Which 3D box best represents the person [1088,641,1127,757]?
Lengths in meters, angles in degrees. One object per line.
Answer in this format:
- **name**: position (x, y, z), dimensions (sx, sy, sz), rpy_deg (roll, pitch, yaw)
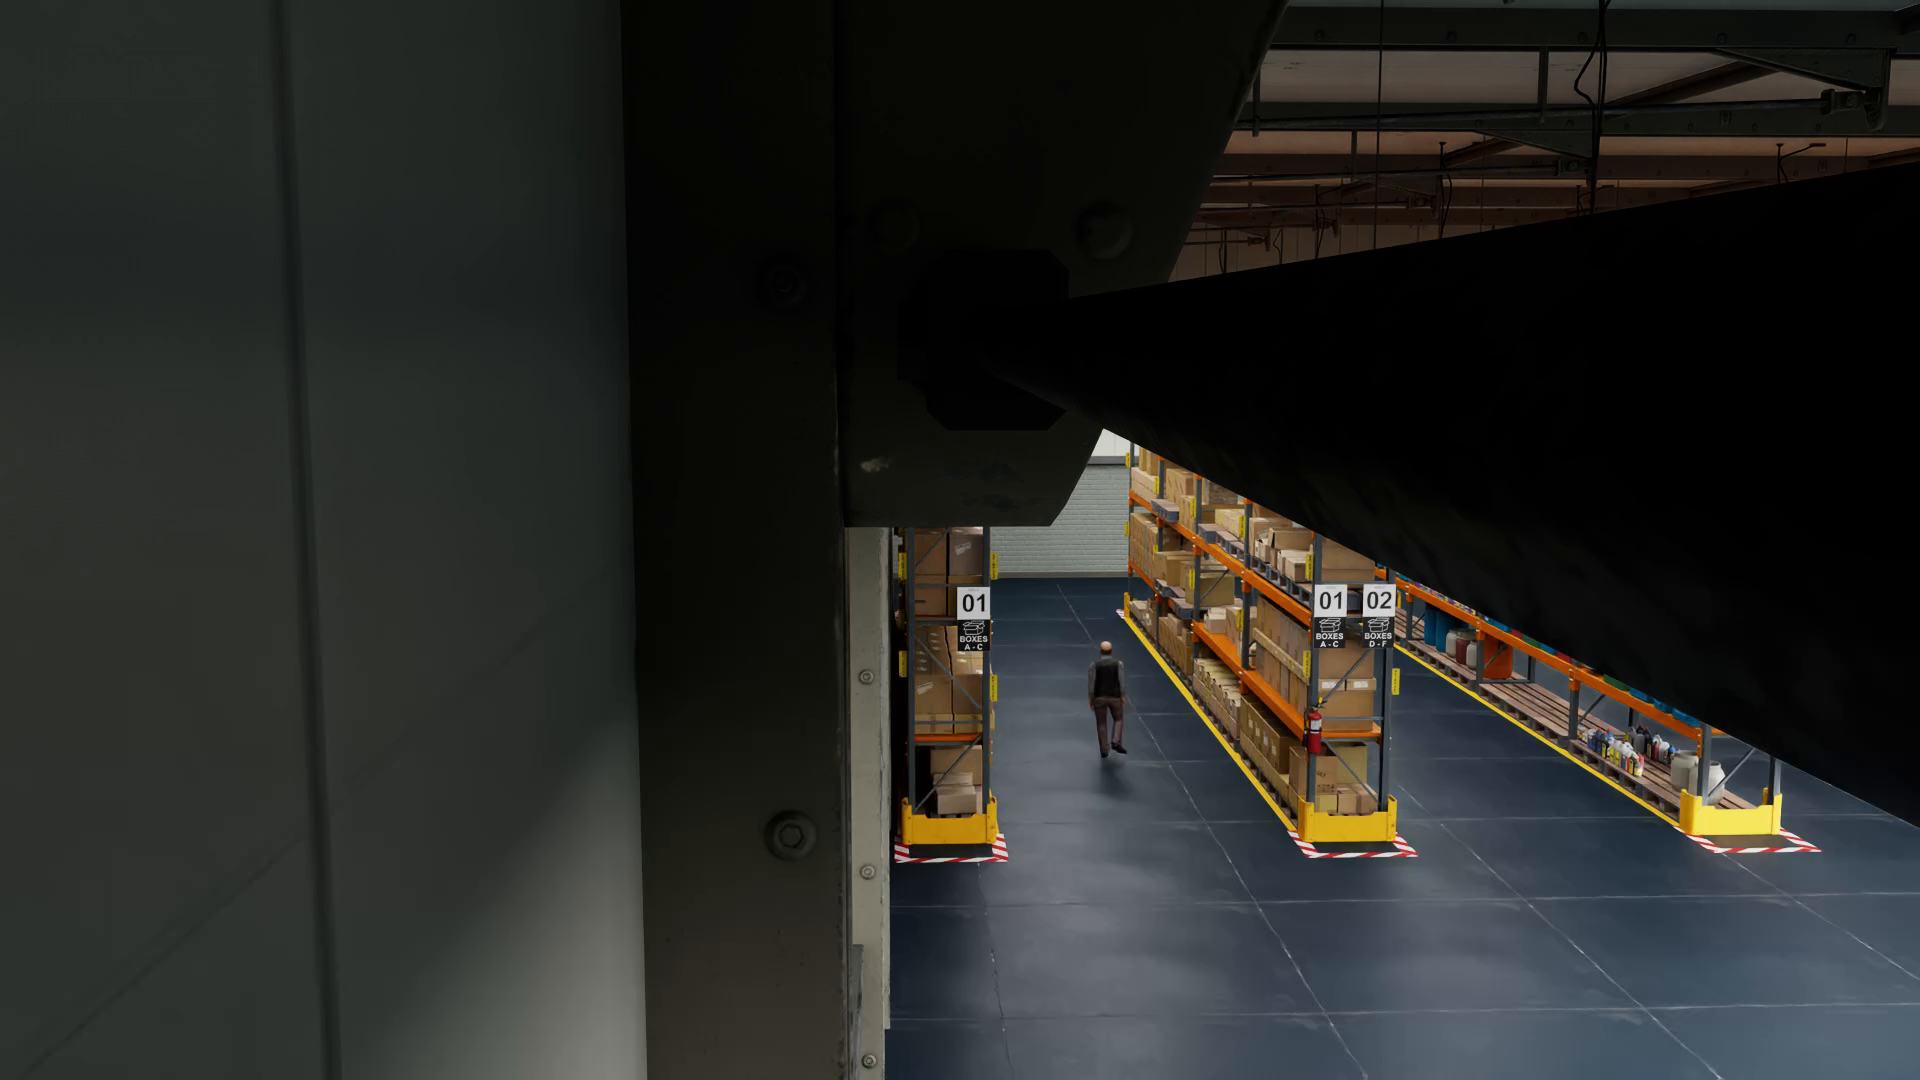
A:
- **person**: position (2.169, 2.353, 24.487), dimensions (0.572, 1.722, 0.506), rpy_deg (0, 7, 0)
